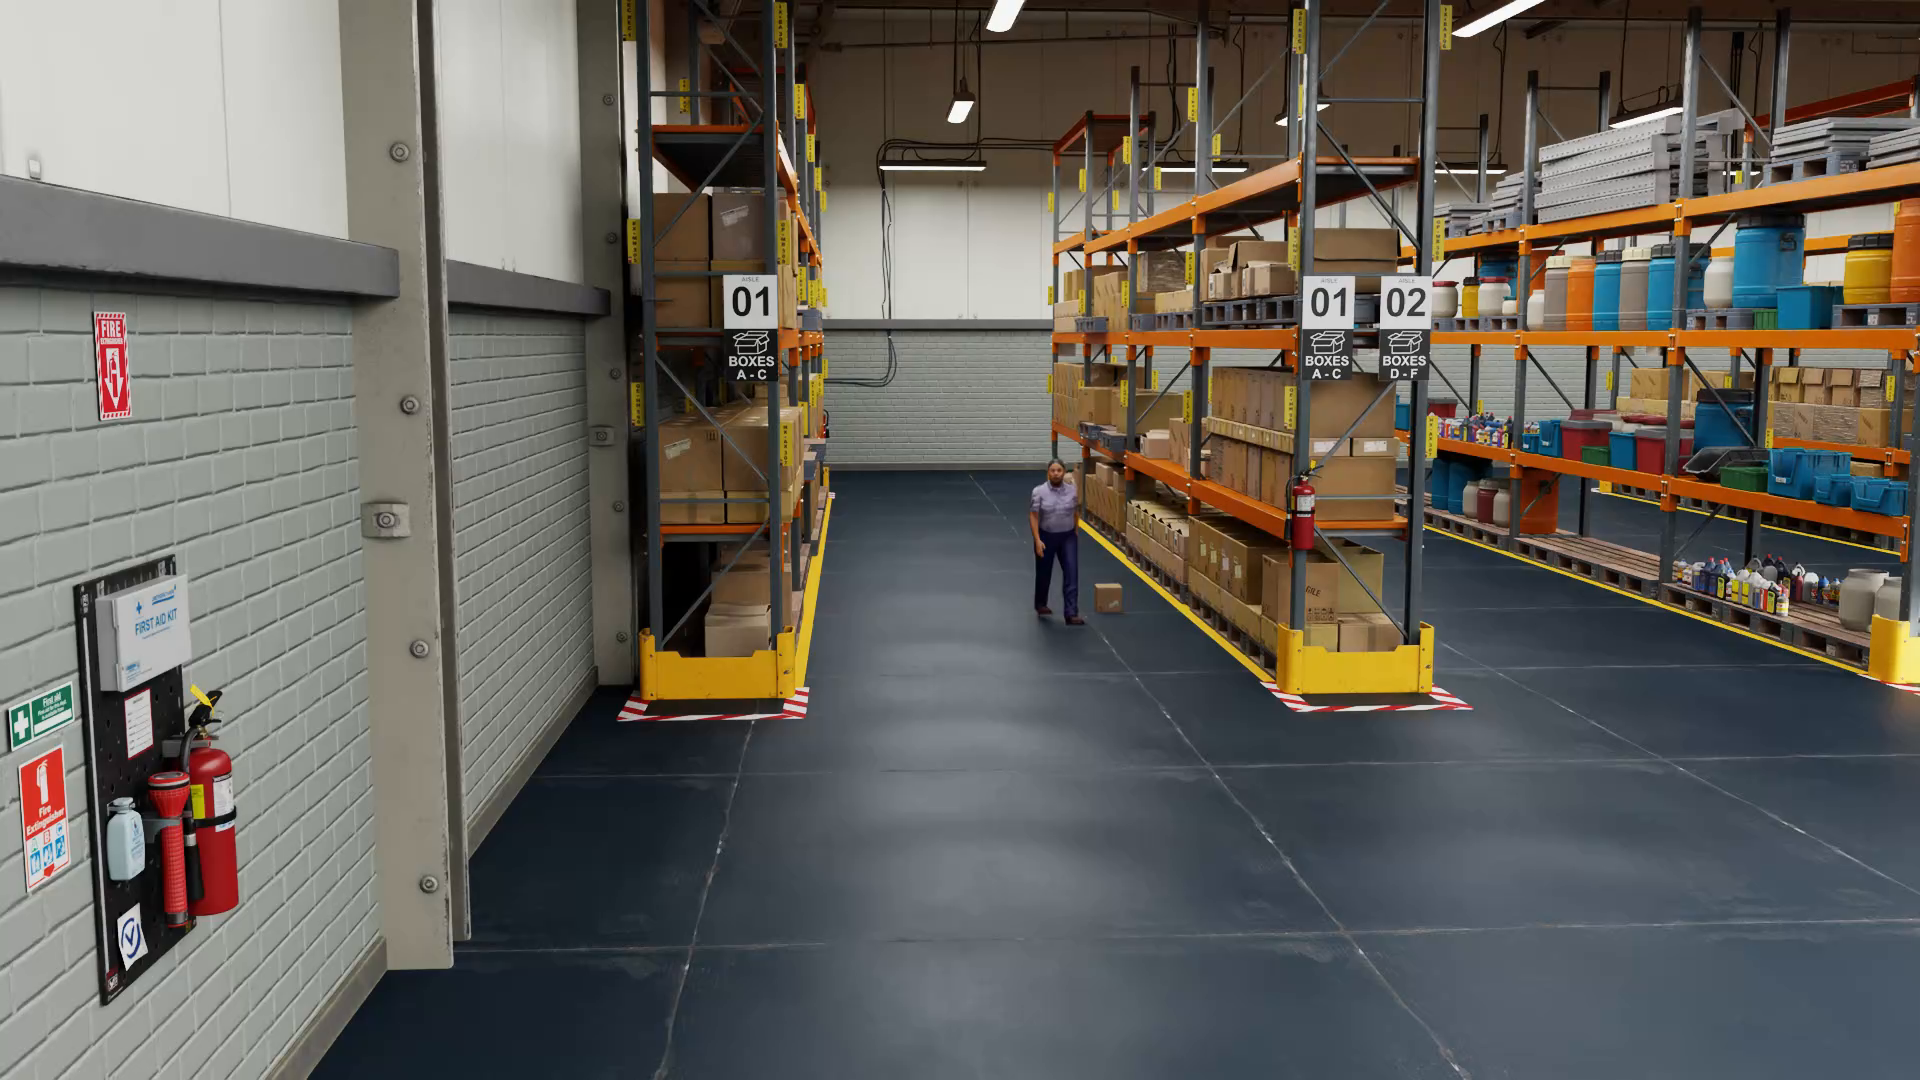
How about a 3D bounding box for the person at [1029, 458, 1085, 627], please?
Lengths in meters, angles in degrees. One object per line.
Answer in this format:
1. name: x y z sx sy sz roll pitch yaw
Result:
1. person: 0.906 0.004 15.817 0.513 1.573 1.073 0 7 -4
